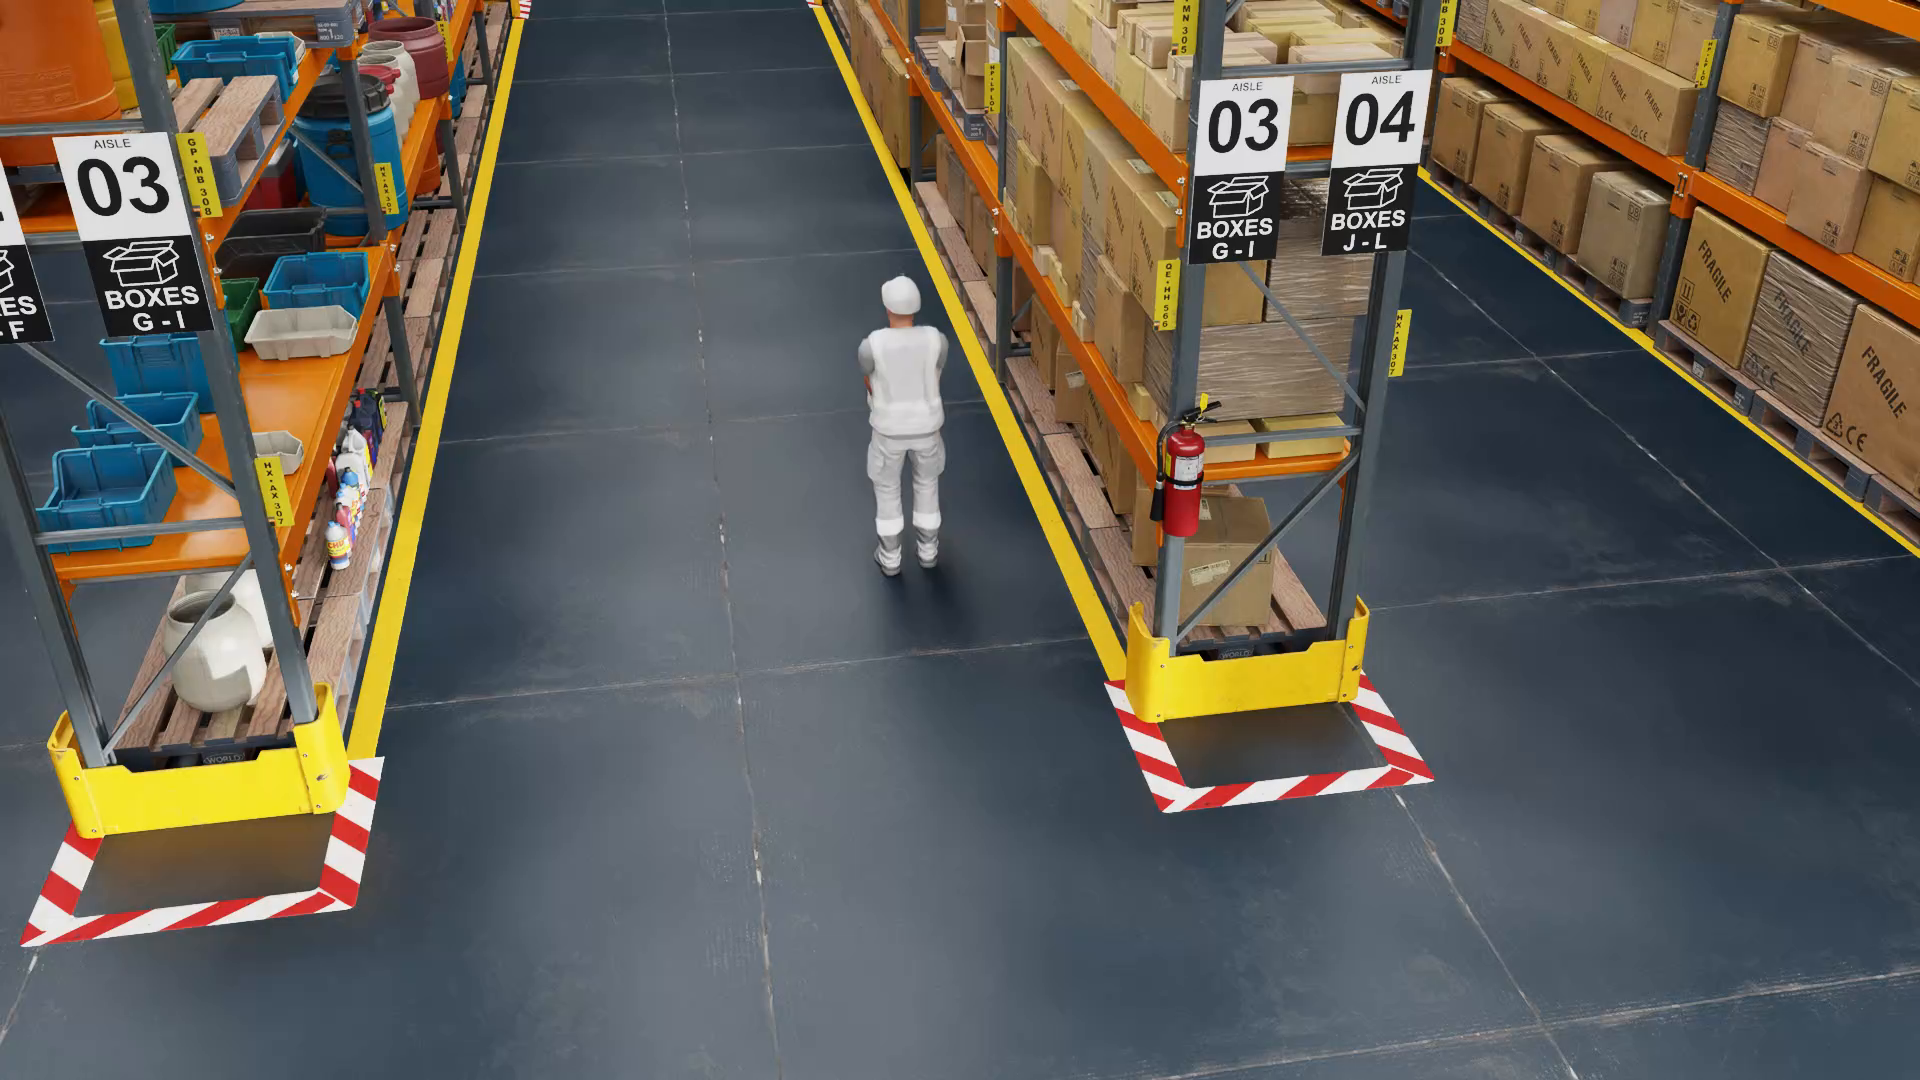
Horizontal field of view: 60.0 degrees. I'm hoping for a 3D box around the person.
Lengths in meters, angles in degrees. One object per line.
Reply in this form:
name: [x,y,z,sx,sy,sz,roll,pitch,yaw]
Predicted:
person: [-0.324,-0.675,9.266,0.495,1.786,0.558,-5,31,-9]
